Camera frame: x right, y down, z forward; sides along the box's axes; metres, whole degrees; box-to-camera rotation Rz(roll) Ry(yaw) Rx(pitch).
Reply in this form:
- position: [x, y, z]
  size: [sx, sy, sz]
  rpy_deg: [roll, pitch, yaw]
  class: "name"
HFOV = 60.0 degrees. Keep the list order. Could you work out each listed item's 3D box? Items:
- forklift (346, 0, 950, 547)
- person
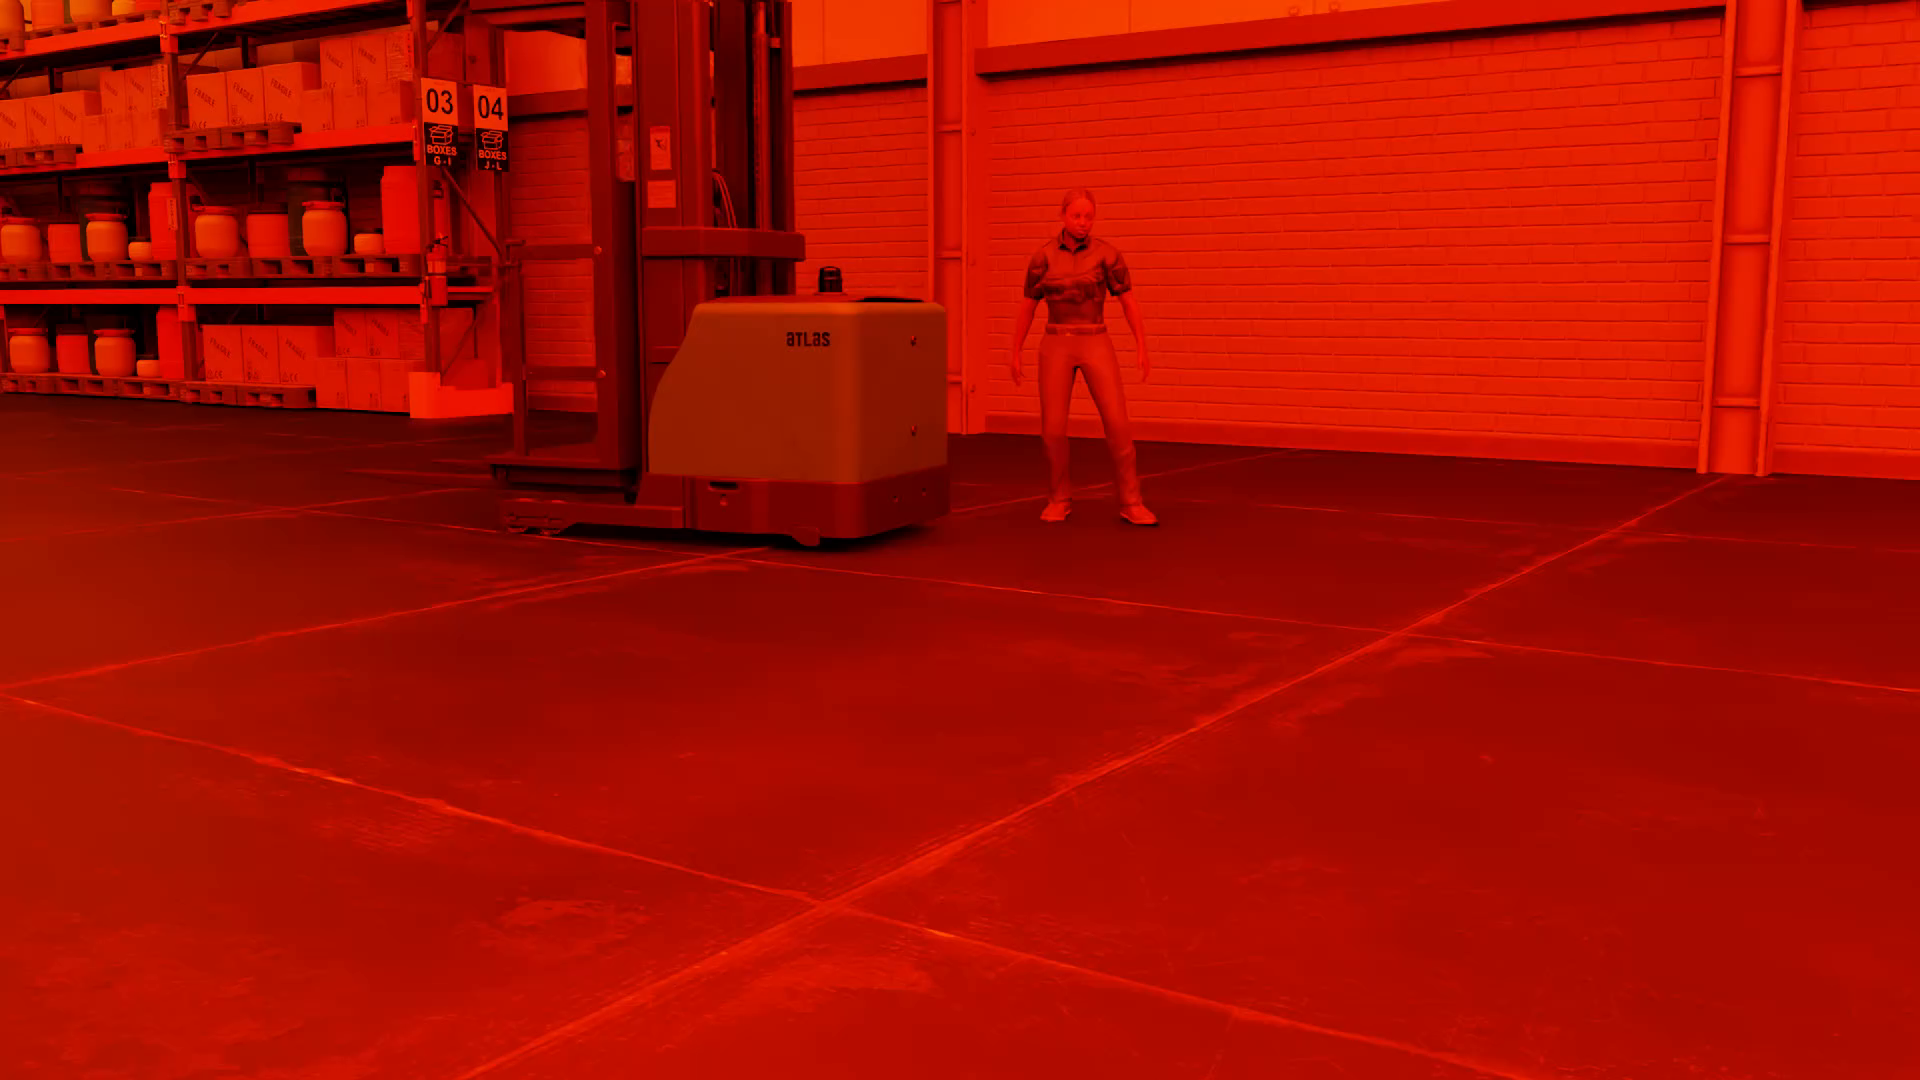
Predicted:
- position: [-1.611, -1.535, 7.988]
  size: [3.031, 2.935, 1.130]
  rpy_deg: [4, 9, 24]
  class: "forklift"
- position: [0.611, -0.903, 8.195]
  size: [0.753, 1.632, 0.355]
  rpy_deg: [1, 8, 9]
  class: "person"
